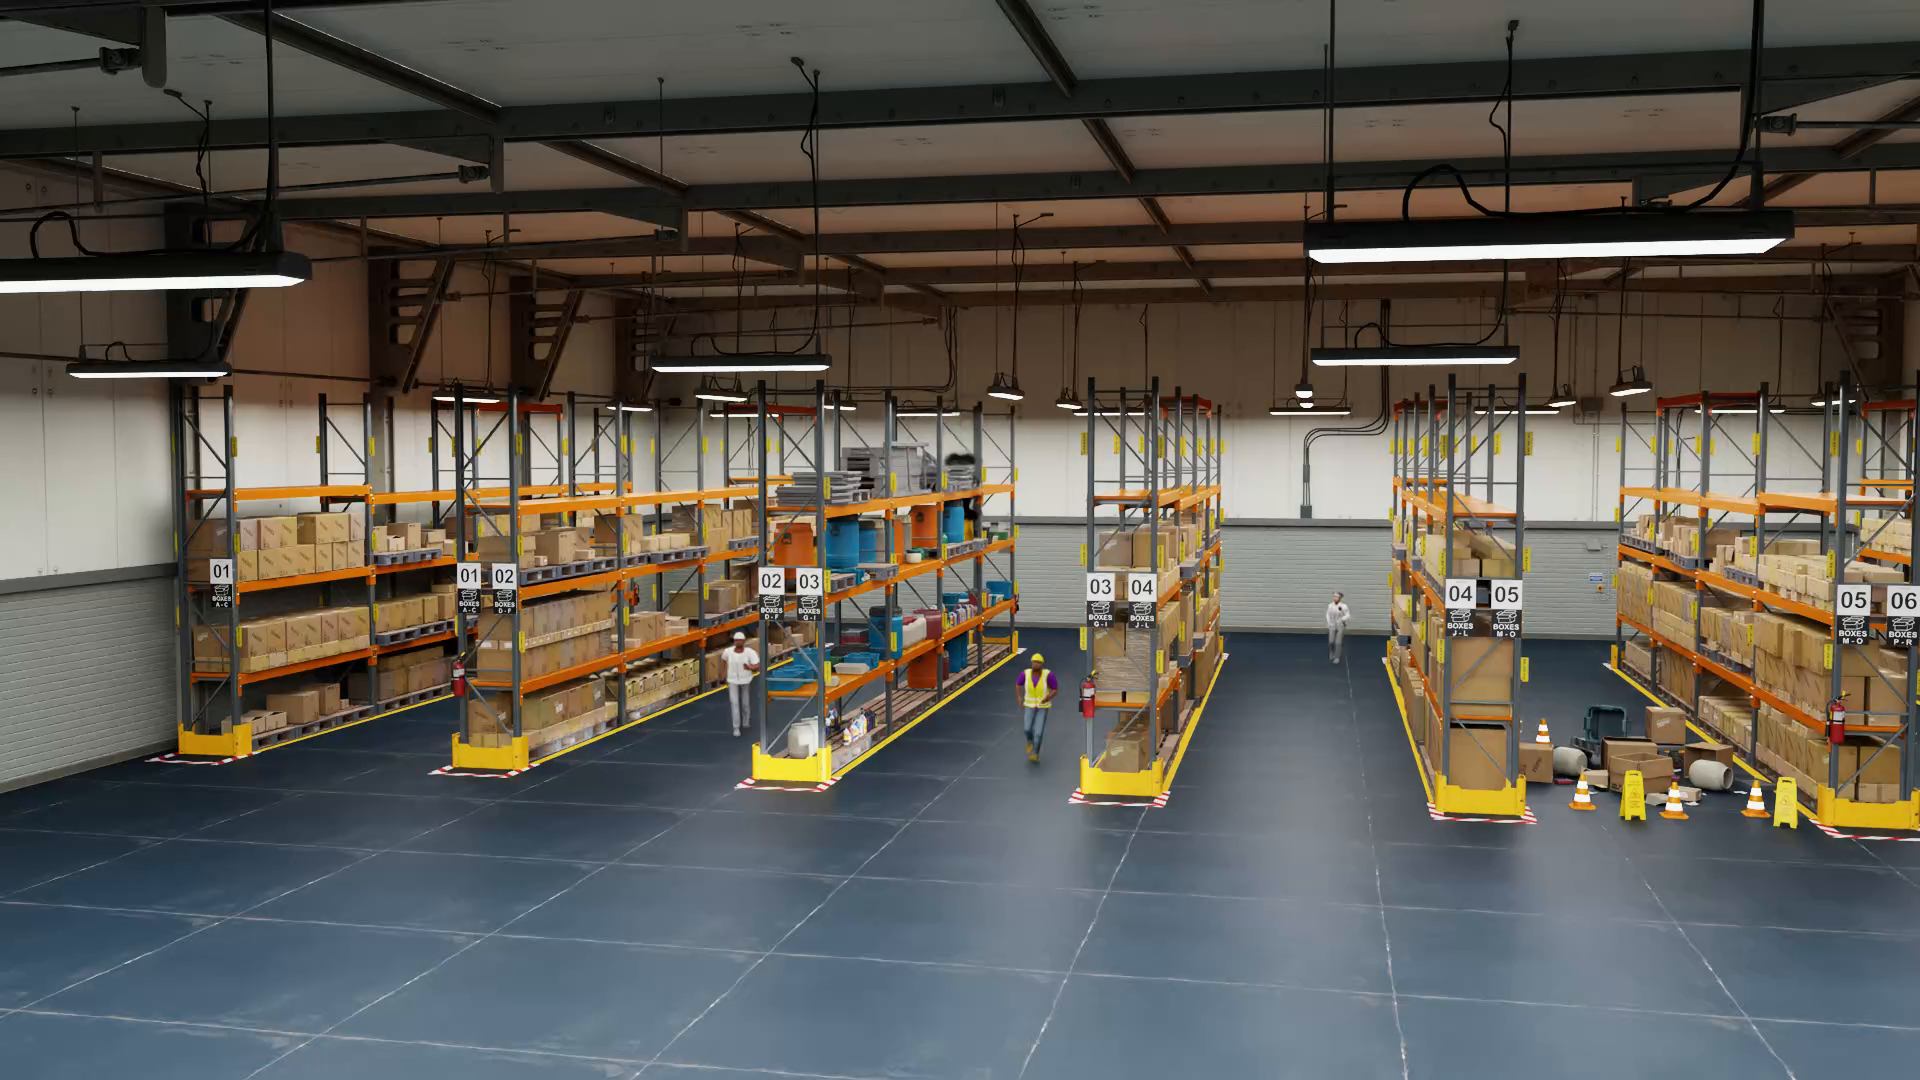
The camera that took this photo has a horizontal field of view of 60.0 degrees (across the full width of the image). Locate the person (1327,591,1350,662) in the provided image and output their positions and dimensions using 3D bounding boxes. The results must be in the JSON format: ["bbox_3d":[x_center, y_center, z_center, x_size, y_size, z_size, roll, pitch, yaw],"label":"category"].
[{"bbox_3d":[8.721,2.014,38.495,0.597,1.665,0.550,2,4,28],"label":"person"}]

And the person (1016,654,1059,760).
[{"bbox_3d":[1.209,2.660,26.433,0.704,1.718,0.561,0,3,9],"label":"person"}]

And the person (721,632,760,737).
[{"bbox_3d":[-3.817,2.468,28.888,0.697,1.759,0.988,0,3,-2],"label":"person"}]
